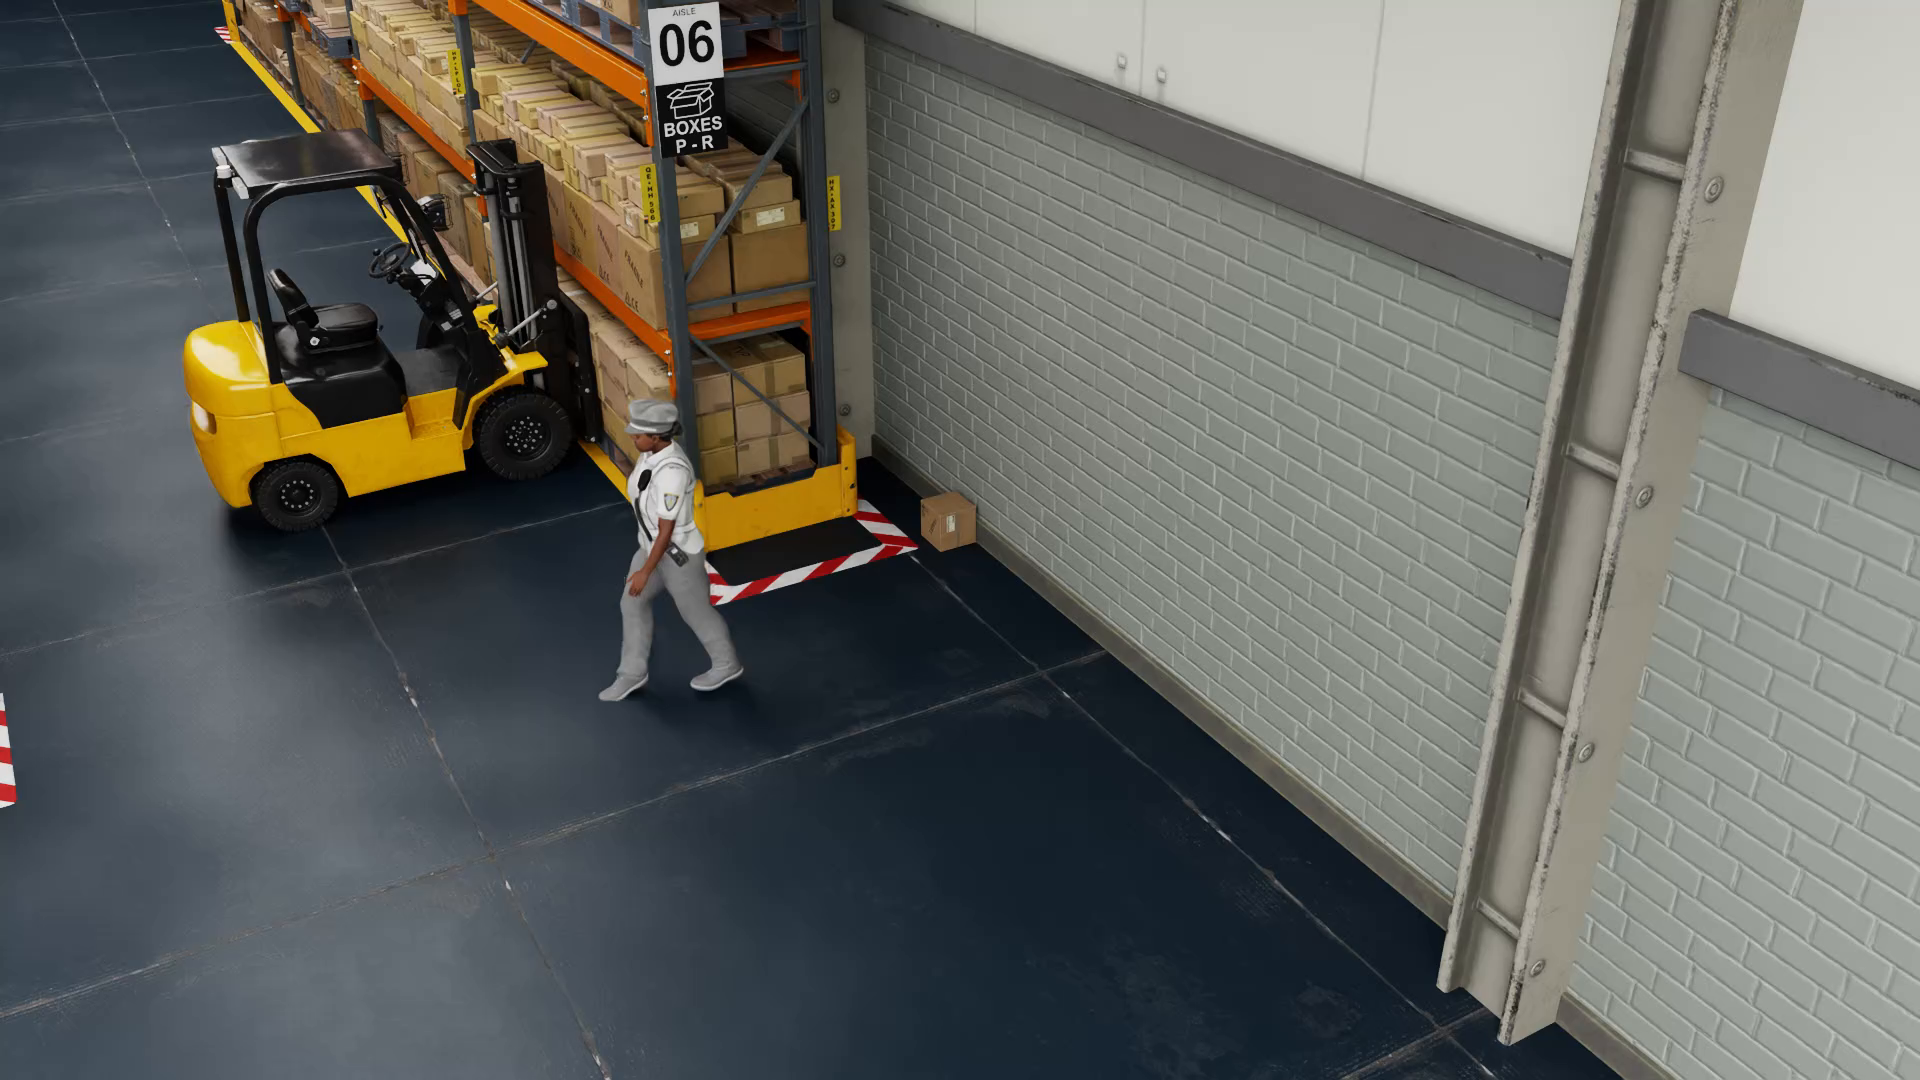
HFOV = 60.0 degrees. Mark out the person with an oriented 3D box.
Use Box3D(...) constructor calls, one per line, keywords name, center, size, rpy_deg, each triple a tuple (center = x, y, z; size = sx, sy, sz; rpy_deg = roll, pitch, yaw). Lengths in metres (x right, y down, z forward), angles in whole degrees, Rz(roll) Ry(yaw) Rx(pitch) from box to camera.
Box3D(name="person", center=(-1.514, 0.091, 8.397), size=(0.751, 1.699, 0.457), rpy_deg=(-14, 32, -23))
